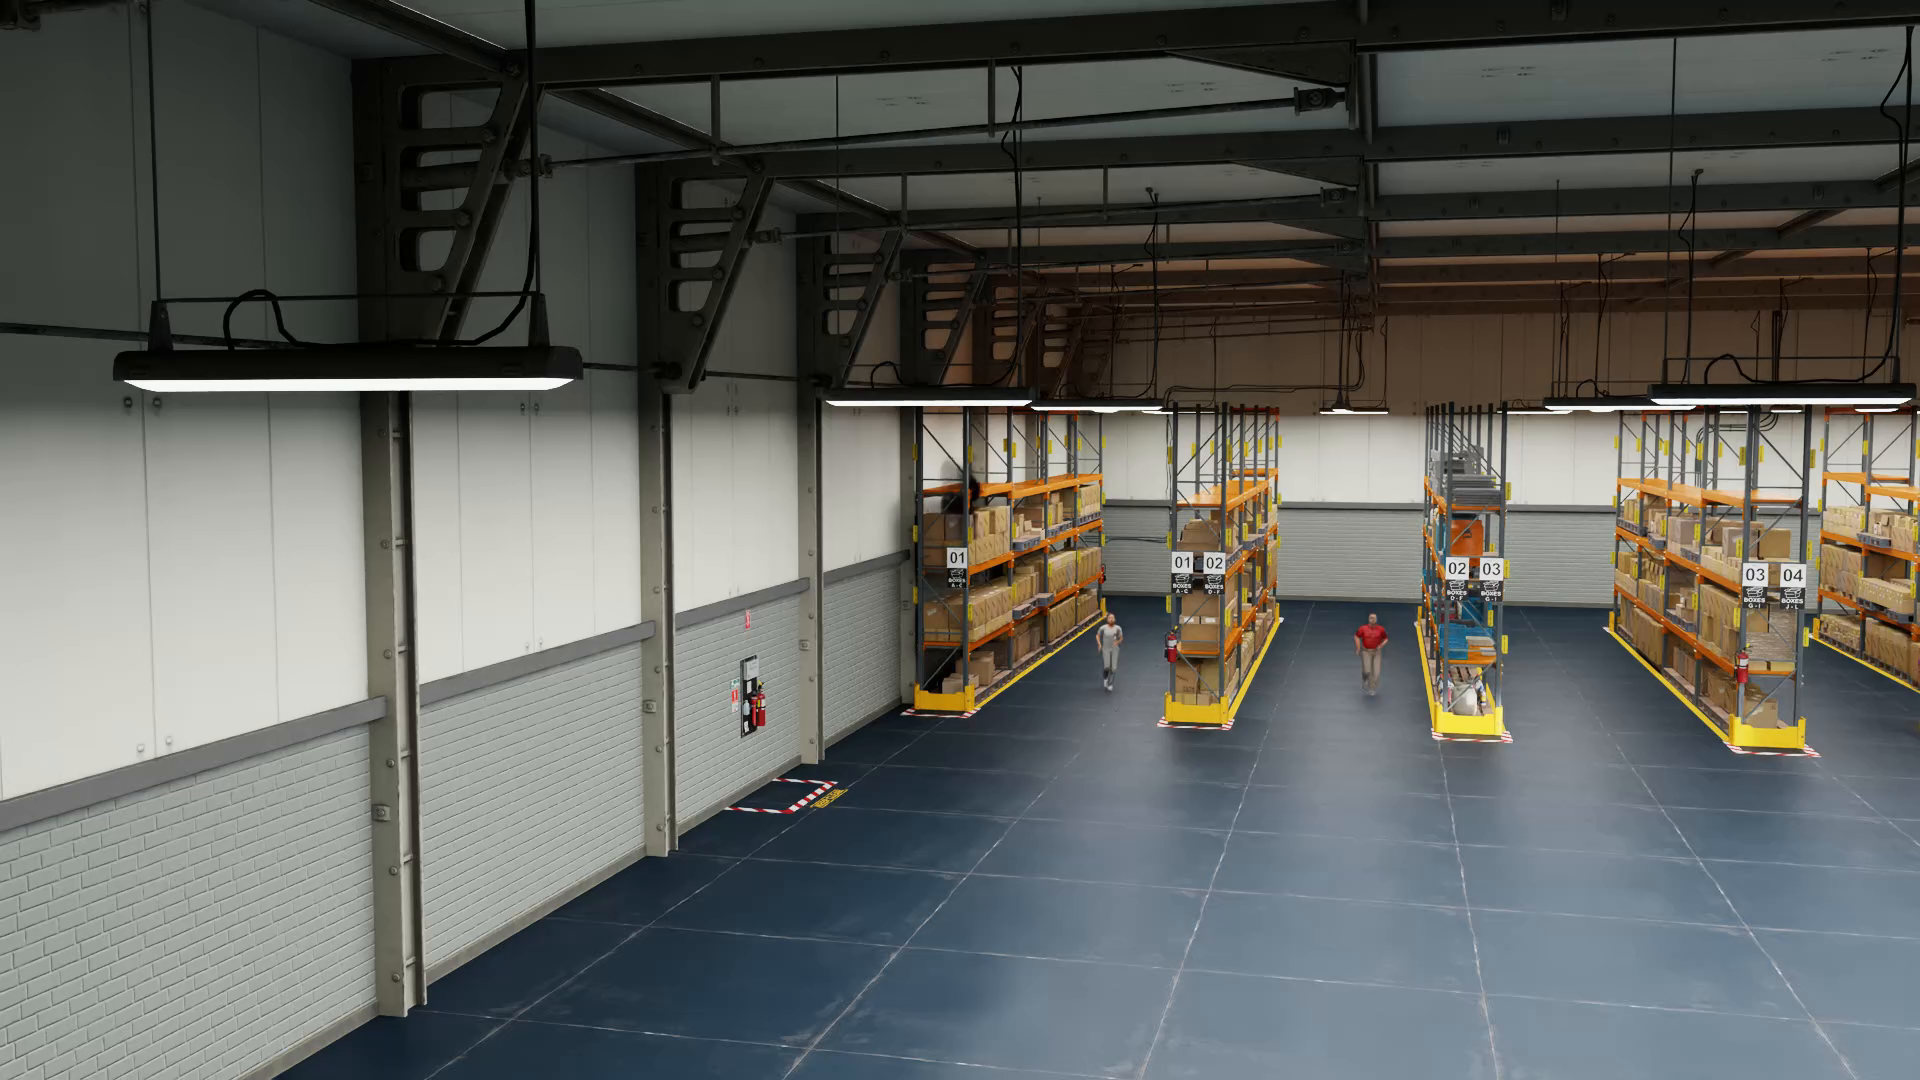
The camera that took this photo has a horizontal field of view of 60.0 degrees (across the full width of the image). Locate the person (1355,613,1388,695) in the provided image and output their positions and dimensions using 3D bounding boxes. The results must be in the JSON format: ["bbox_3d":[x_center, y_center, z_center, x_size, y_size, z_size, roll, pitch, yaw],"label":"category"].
[{"bbox_3d":[8.477,2.358,34.228,0.665,1.679,0.593,1,4,8],"label":"person"}]

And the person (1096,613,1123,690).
[{"bbox_3d":[3.140,2.334,34.758,0.550,1.629,0.565,0,4,-1],"label":"person"}]
